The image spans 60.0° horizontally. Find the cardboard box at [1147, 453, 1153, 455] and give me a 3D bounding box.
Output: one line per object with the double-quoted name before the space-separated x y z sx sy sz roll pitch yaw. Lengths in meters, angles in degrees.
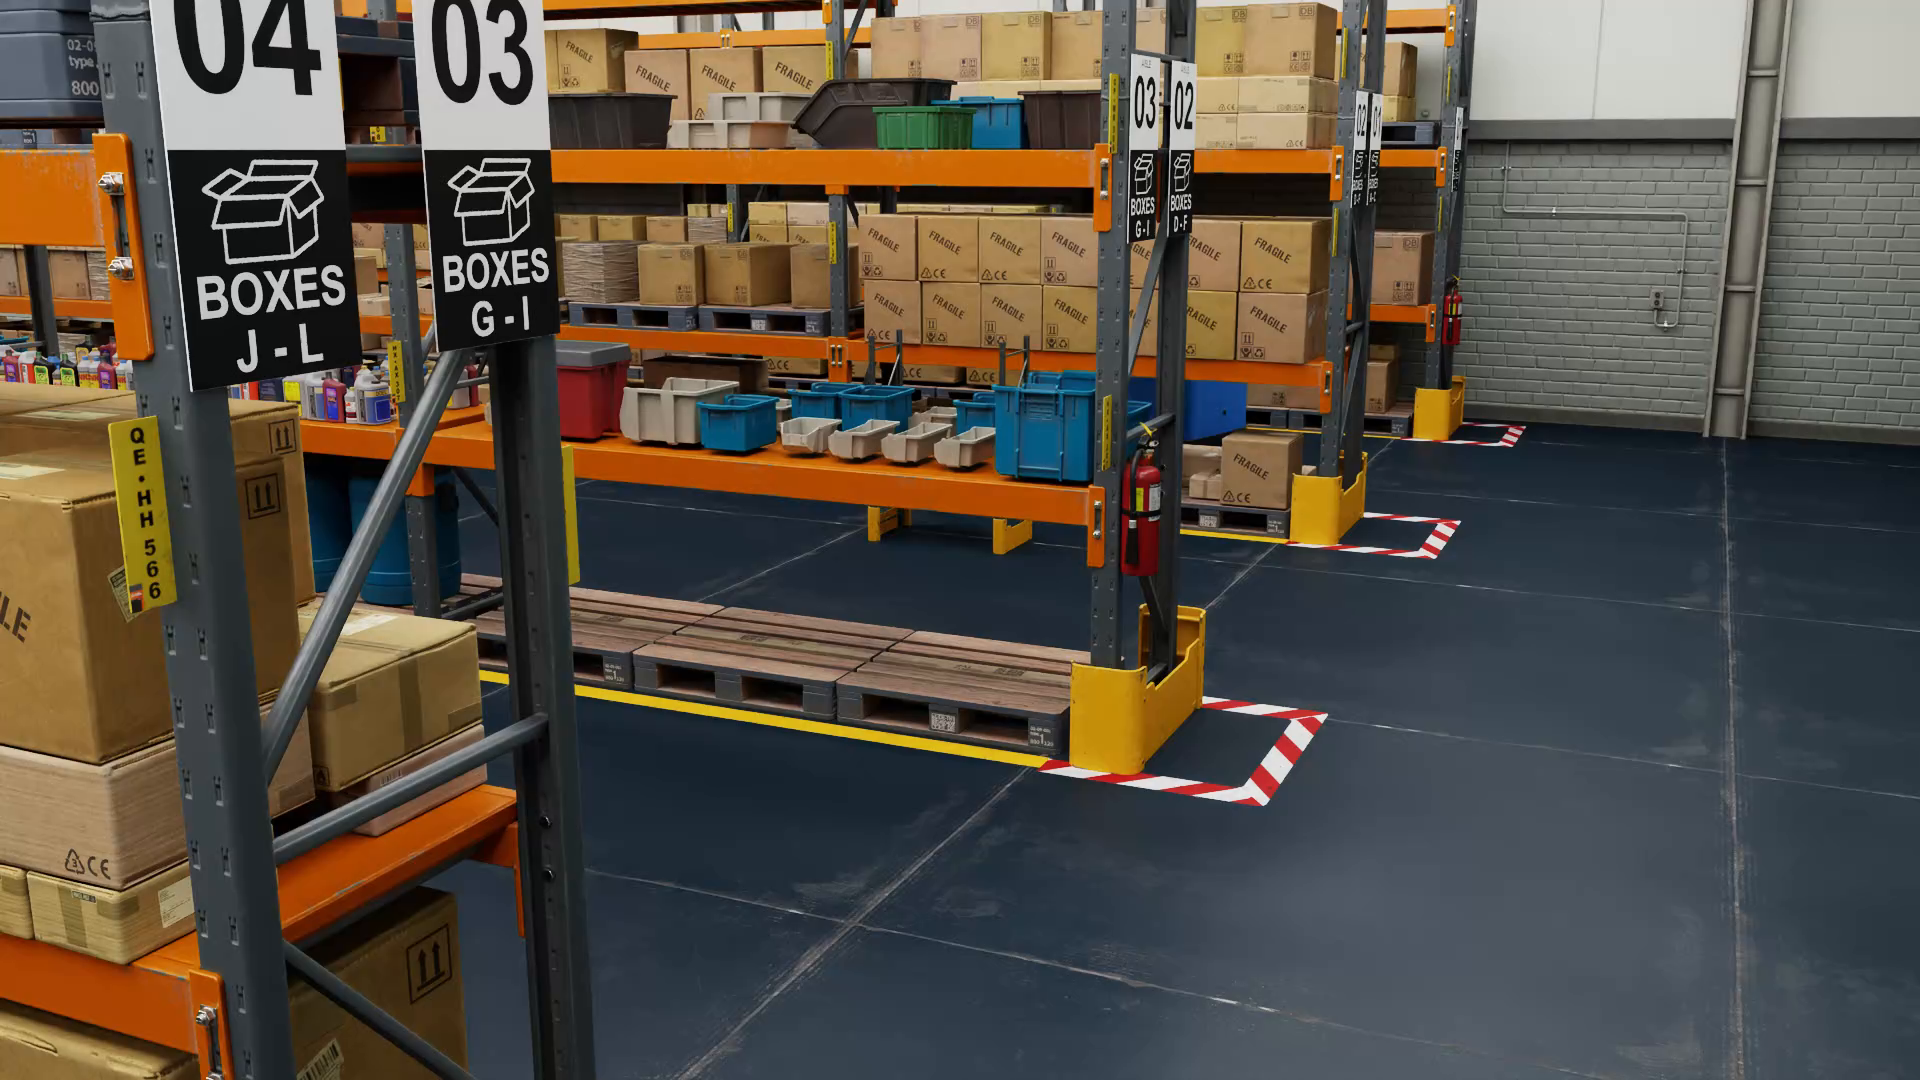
"cardboard box" 1.414 -0.513 12.933 0.500 0.250 0.500 6 14 23

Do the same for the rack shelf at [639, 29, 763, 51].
"rack shelf" -4.273 -5.881 20.069 4.000 0.370 1.077 6 14 23

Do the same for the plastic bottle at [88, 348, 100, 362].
"plastic bottle" -5.816 -1.191 11.200 0.097 0.201 0.097 0 13 0

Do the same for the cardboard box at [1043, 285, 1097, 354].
"cardboard box" 0.957 -1.719 12.797 0.500 0.500 0.500 6 14 22

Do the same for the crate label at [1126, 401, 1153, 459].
"crate label" 0.765 -0.550 8.267 0.303 0.233 0.416 6 14 23

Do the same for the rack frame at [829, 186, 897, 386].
"rack frame" -0.790 -1.915 13.850 0.127 3.000 1.000 6 14 23

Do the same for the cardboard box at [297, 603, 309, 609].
"cardboard box" -1.956 0.305 4.068 0.500 0.250 0.500 6 14 23

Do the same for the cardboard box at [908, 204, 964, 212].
"cardboard box" -0.247 -3.605 18.495 0.500 0.250 0.500 6 15 24

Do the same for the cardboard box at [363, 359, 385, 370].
"cardboard box" -5.756 -1.628 16.500 0.500 0.311 0.500 5 14 22

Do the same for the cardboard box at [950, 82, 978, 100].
"cardboard box" 0.012 -3.403 12.858 0.500 0.250 0.500 6 14 23

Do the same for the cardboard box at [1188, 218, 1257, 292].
"cardboard box" 1.887 -2.111 12.276 0.500 0.500 0.500 6 15 25

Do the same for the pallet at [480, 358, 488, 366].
"pallet" -5.389 -2.261 21.428 1.213 0.211 1.003 6 14 23

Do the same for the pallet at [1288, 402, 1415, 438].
"pallet" 4.108 -1.280 17.247 1.213 0.211 1.003 6 14 23

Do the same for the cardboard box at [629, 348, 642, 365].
"cardboard box" -4.013 -2.485 20.788 0.500 0.500 0.700 6 14 23

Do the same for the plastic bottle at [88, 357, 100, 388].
"plastic bottle" -5.252 -0.979 10.141 0.097 0.271 0.097 0 13 0

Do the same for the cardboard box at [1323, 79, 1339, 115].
"cardboard box" 2.503 -3.277 12.324 0.500 0.250 0.500 6 14 23

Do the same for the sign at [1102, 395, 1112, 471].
"sign" 0.650 -0.474 7.350 0.005 0.325 0.100 6 14 23

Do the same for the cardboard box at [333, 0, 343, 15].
"cardboard box" -1.646 -1.275 3.200 0.500 0.500 0.700 5 14 20

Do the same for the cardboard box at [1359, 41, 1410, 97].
"cardboard box" 4.091 -4.596 16.258 0.500 0.500 0.500 6 14 23

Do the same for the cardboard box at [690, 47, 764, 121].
"cardboard box" -1.841 -3.796 13.944 0.600 0.600 0.600 6 14 23

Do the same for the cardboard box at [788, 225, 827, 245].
"cardboard box" -1.628 -3.374 19.156 0.500 0.500 0.500 6 15 25

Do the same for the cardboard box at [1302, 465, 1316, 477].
"cardboard box" 2.624 -0.482 13.019 0.250 0.149 0.380 6 14 23

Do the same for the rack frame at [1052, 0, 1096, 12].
"rack frame" 1.213 -5.871 17.575 0.127 3.000 1.000 6 14 23

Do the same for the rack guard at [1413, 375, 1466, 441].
"rack guard" 4.892 -1.361 16.959 0.348 0.500 1.175 6 14 23

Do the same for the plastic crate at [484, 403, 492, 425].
"plastic crate" -2.432 -0.709 9.154 0.243 0.136 0.396 6 14 23

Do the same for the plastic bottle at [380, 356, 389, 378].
"plastic bottle" -3.498 -0.991 10.193 0.097 0.271 0.097 0 13 0

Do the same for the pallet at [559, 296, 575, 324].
"pallet" -3.799 -2.144 15.244 1.003 0.211 1.213 6 14 23

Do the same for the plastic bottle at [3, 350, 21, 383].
"plastic bottle" -5.910 -1.046 10.404 0.133 0.283 0.061 6 14 23

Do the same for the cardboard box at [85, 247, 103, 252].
"cardboard box" -8.665 -3.023 16.934 0.250 0.149 0.380 5 14 22

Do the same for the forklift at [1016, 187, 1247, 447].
"forklift" 1.202 -2.302 15.651 3.031 2.935 1.130 11 17 40

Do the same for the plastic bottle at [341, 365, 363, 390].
"plastic bottle" -3.774 -1.029 10.330 0.133 0.283 0.061 6 14 23

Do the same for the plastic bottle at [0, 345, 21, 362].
"plastic bottle" -6.130 -1.115 10.710 0.135 0.276 0.152 6 14 23

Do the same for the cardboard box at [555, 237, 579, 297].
"cardboard box" -3.826 -2.503 15.219 0.500 0.500 0.700 1 13 4

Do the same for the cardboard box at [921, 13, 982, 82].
"cardboard box" 0.070 -3.798 12.900 0.500 0.500 0.700 6 14 23

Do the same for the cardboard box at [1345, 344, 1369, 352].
"cardboard box" 3.999 -1.901 16.922 0.250 0.149 0.380 6 14 23

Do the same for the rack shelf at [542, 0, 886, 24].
"rack shelf" -2.618 -4.476 14.081 4.000 0.370 1.077 6 14 23

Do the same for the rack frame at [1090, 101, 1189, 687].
"rack frame" 0.858 -0.511 7.865 0.127 3.000 1.000 6 14 23

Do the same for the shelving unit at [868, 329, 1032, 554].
"shelving unit" -0.070 -0.737 12.114 1.083 1.500 0.587 6 14 23

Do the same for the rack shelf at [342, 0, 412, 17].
"rack shelf" -6.276 -4.846 15.658 4.000 0.370 1.077 6 14 23

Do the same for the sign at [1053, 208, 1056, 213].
"sign" 1.002 -3.361 17.650 0.005 0.325 0.100 6 14 23

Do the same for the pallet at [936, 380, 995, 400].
"pallet" 0.477 -1.648 18.816 1.213 0.211 1.003 6 14 23

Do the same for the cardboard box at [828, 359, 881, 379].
"cardboard box" -1.026 -2.300 19.277 0.750 0.750 0.750 6 14 23

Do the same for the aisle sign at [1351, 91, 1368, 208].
"aisle sign" 2.806 -2.740 11.676 0.004 0.787 0.394 6 14 23

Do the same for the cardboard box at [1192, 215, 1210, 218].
"cardboard box" 1.632 -2.271 12.957 0.500 0.500 0.500 6 14 24

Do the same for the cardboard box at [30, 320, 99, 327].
"cardboard box" -9.774 -2.133 18.236 0.500 0.500 0.500 6 14 23

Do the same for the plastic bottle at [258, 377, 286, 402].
"plastic bottle" -3.941 -0.890 9.592 0.185 0.351 0.144 6 14 23

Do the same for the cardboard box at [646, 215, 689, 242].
"cardboard box" -3.400 -3.670 20.149 0.500 0.500 0.700 4 14 18

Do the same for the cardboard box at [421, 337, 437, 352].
"cardboard box" -7.066 -2.775 22.024 0.500 0.500 0.500 5 14 19

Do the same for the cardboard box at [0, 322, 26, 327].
"cardboard box" -10.441 -2.071 17.971 0.500 0.500 0.500 6 14 23

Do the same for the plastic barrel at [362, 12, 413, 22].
"plastic barrel" -3.179 -2.713 9.466 0.433 0.535 0.433 0 13 0

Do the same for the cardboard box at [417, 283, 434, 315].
"cardboard box" -4.762 -2.284 15.619 0.500 0.311 0.500 7 15 27

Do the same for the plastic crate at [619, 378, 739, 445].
"plastic crate" -1.478 -0.672 8.682 0.530 0.282 0.437 6 14 23

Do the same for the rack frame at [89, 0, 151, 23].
"rack frame" -1.148 -2.397 2.770 0.127 3.000 1.000 6 14 23

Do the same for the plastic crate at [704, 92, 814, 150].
"plastic crate" -1.044 -2.183 8.684 0.530 0.282 0.437 6 14 23

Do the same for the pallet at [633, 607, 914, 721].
"pallet" -0.992 0.649 9.025 1.213 0.211 1.003 6 14 23

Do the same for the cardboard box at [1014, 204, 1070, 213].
"cardboard box" 0.898 -3.615 18.540 0.500 0.250 0.500 6 15 25

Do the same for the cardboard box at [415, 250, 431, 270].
"cardboard box" -6.657 -3.607 21.347 0.500 0.250 0.500 6 14 23

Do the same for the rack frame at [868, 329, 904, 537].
"rack frame" -0.543 -0.785 12.318 0.032 1.500 0.500 6 14 23
